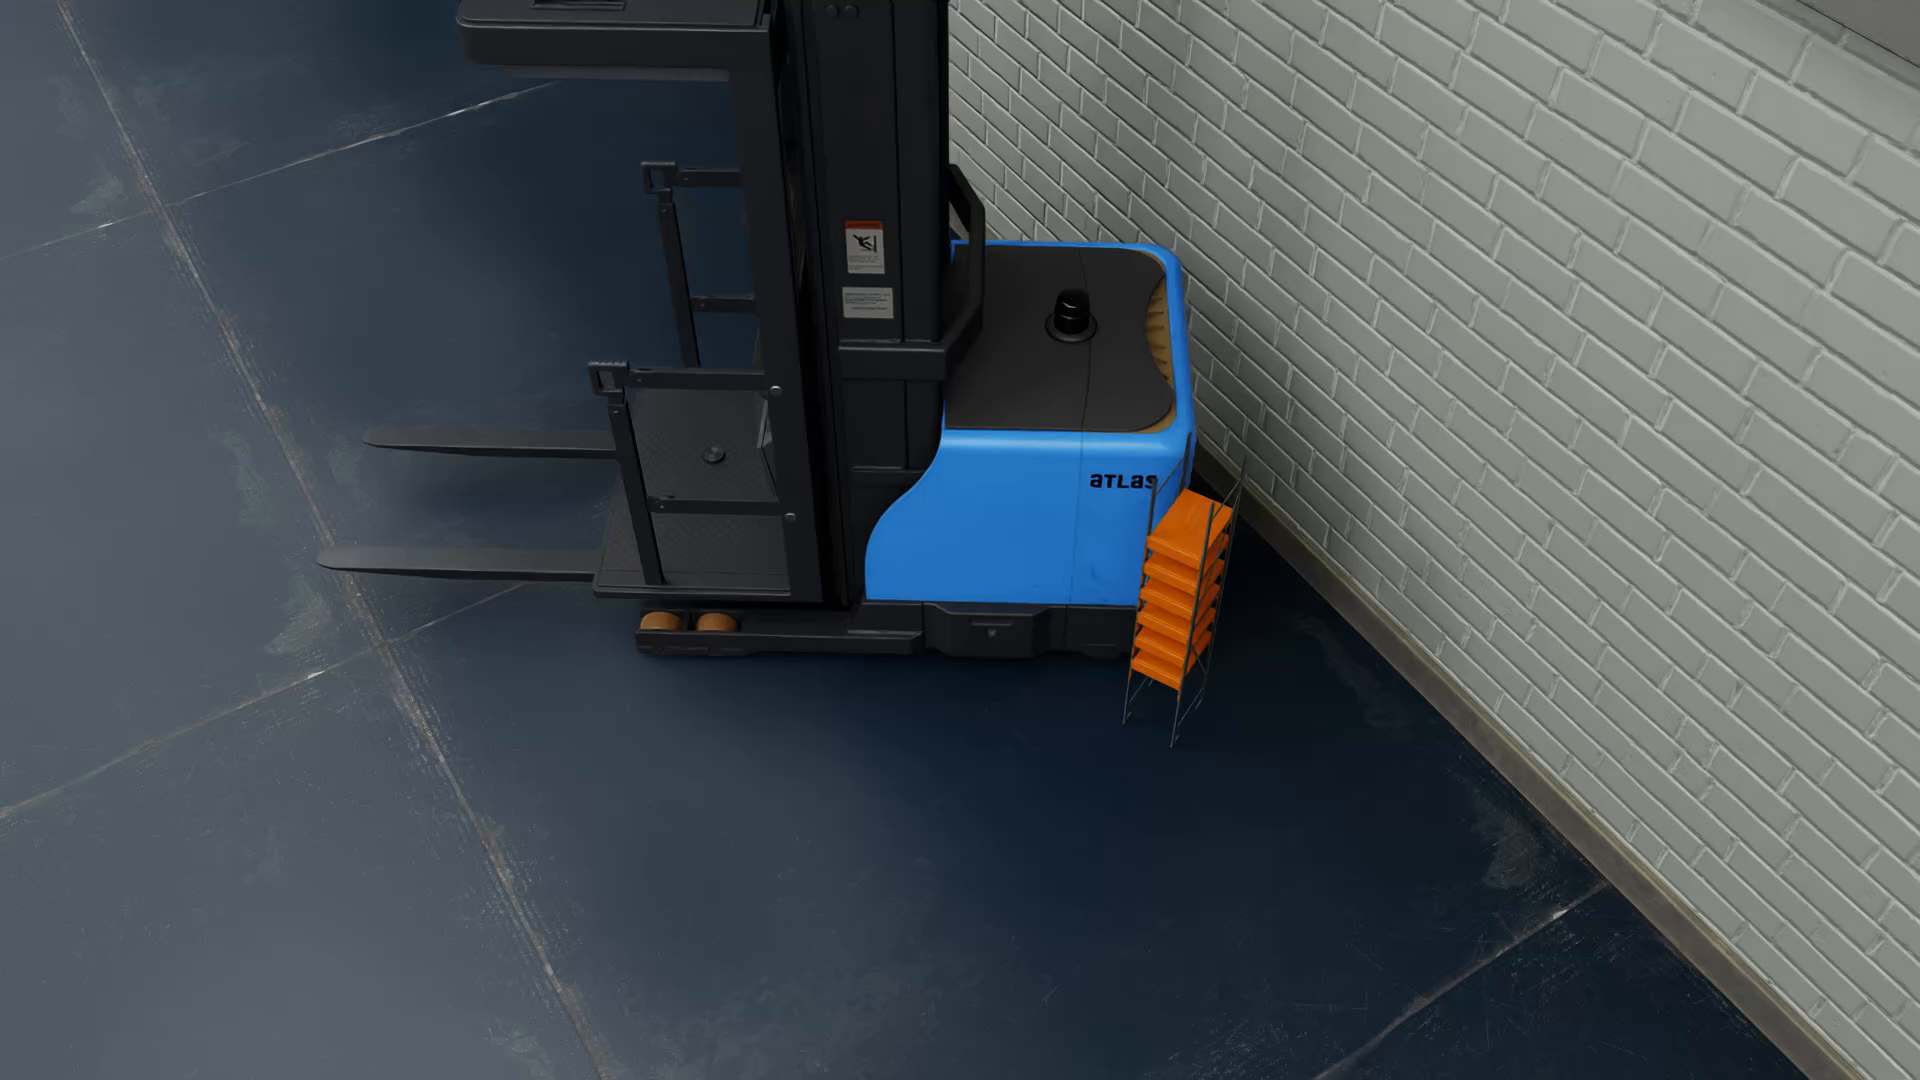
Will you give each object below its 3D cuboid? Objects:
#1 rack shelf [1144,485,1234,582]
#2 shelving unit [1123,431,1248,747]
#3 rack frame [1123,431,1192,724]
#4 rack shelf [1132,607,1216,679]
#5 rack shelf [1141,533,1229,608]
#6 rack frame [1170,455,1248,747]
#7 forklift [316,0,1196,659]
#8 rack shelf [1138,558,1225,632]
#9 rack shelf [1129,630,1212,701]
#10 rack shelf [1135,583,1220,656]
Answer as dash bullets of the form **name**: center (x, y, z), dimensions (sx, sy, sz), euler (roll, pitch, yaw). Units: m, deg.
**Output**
- **rack shelf**: center (0.700, -0.020, 5.042), dimensions (0.180, 0.103, 0.258), euler (25, 53, 21)
- **shelving unit**: center (0.700, 0.190, 5.278), dimensions (0.189, 1.200, 0.258), euler (25, 53, 21)
- **rack frame**: center (0.622, 0.154, 5.310), dimensions (0.006, 1.200, 0.240), euler (25, 53, 21)
- **rack shelf**: center (0.700, 0.299, 5.400), dimensions (0.180, 0.103, 0.258), euler (25, 53, 21)
- **rack shelf**: center (0.700, 0.060, 5.131), dimensions (0.180, 0.103, 0.258), euler (25, 53, 21)
- **rack frame**: center (0.778, 0.226, 5.245), dimensions (0.006, 1.200, 0.240), euler (25, 53, 21)
- **forklift**: center (-0.755, -0.958, 5.140), dimensions (3.031, 2.935, 1.130), euler (1, 48, 1)
- **rack shelf**: center (0.700, 0.140, 5.221), dimensions (0.180, 0.103, 0.258), euler (25, 53, 21)
- **rack shelf**: center (0.700, 0.379, 5.490), dimensions (0.180, 0.103, 0.258), euler (25, 53, 21)
- **rack shelf**: center (0.700, 0.219, 5.311), dimensions (0.180, 0.103, 0.258), euler (25, 53, 21)
